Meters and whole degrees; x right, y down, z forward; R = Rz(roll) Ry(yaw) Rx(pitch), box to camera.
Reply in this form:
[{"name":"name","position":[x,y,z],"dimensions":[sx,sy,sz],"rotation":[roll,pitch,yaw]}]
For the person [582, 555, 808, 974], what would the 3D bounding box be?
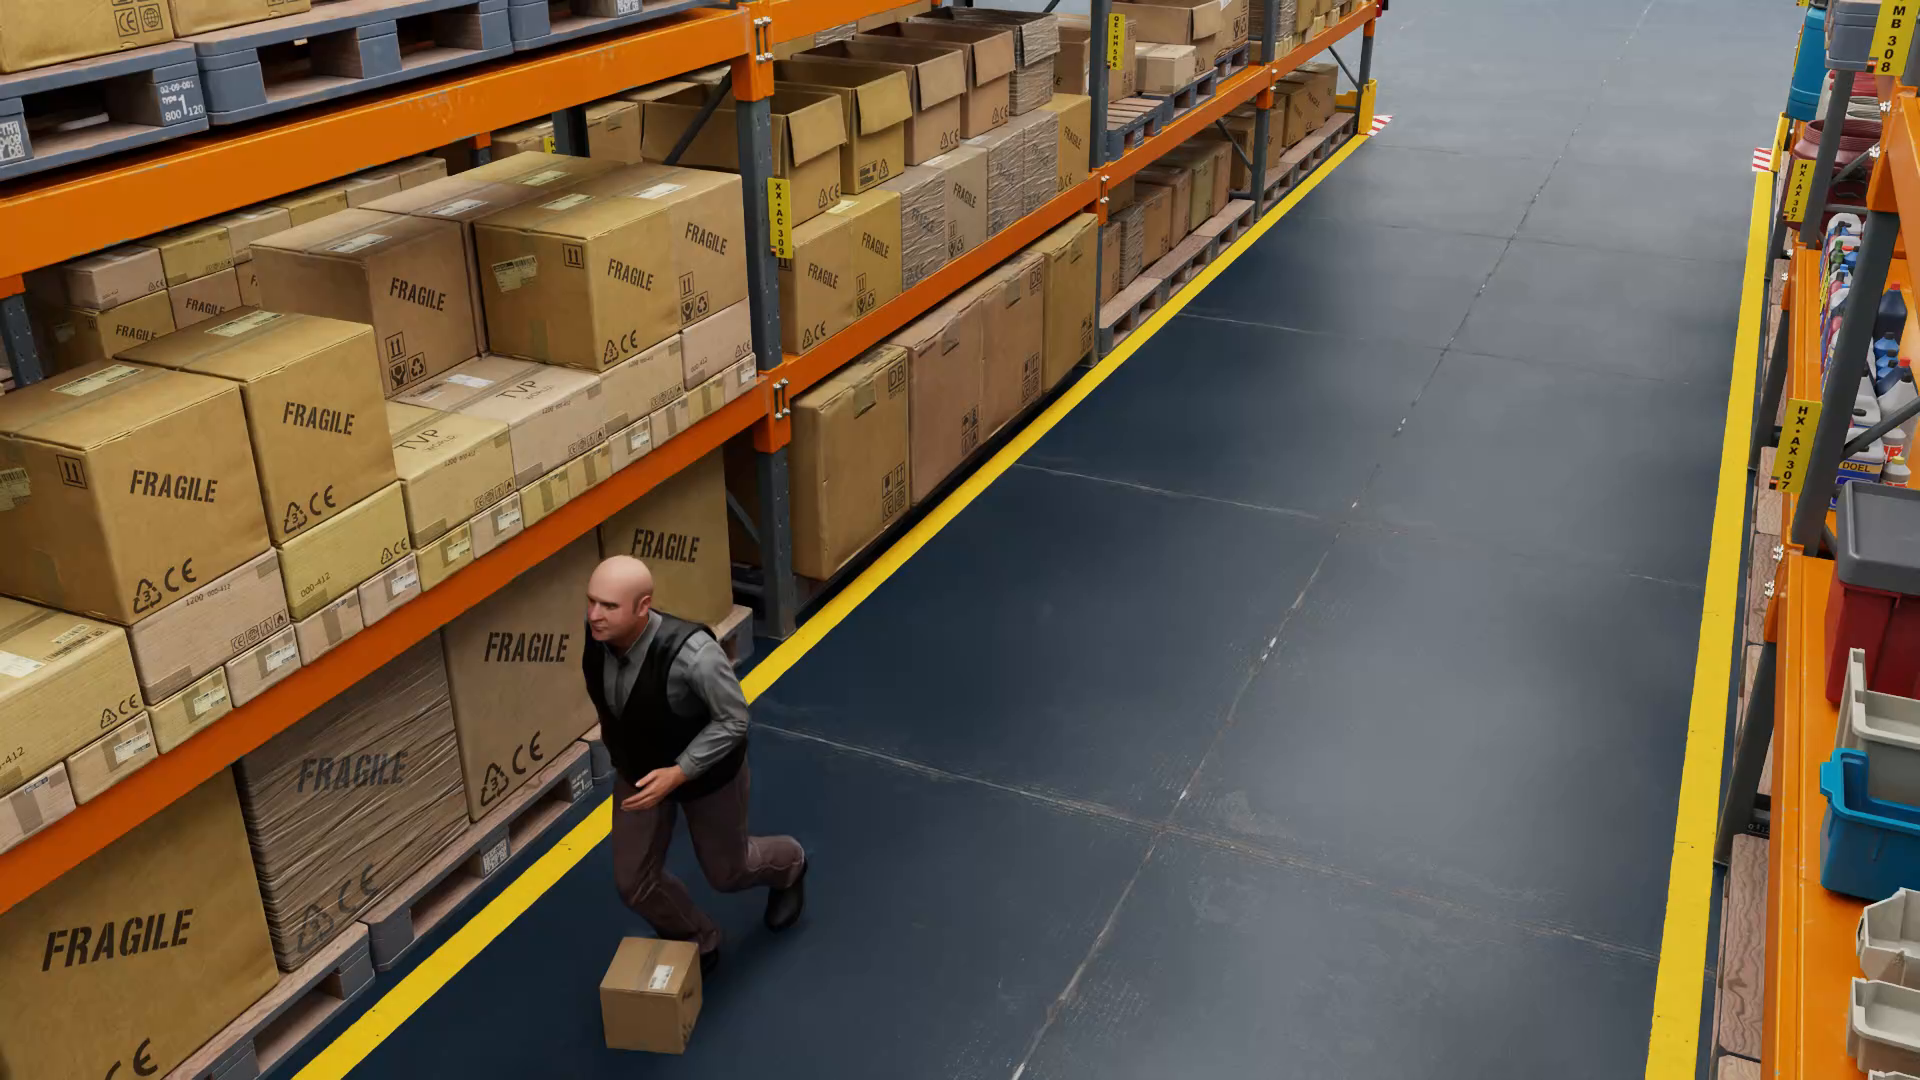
[{"name":"person","position":[-0.859,0.694,5.301],"dimensions":[0.650,1.651,0.872],"rotation":[11,28,22]}]
